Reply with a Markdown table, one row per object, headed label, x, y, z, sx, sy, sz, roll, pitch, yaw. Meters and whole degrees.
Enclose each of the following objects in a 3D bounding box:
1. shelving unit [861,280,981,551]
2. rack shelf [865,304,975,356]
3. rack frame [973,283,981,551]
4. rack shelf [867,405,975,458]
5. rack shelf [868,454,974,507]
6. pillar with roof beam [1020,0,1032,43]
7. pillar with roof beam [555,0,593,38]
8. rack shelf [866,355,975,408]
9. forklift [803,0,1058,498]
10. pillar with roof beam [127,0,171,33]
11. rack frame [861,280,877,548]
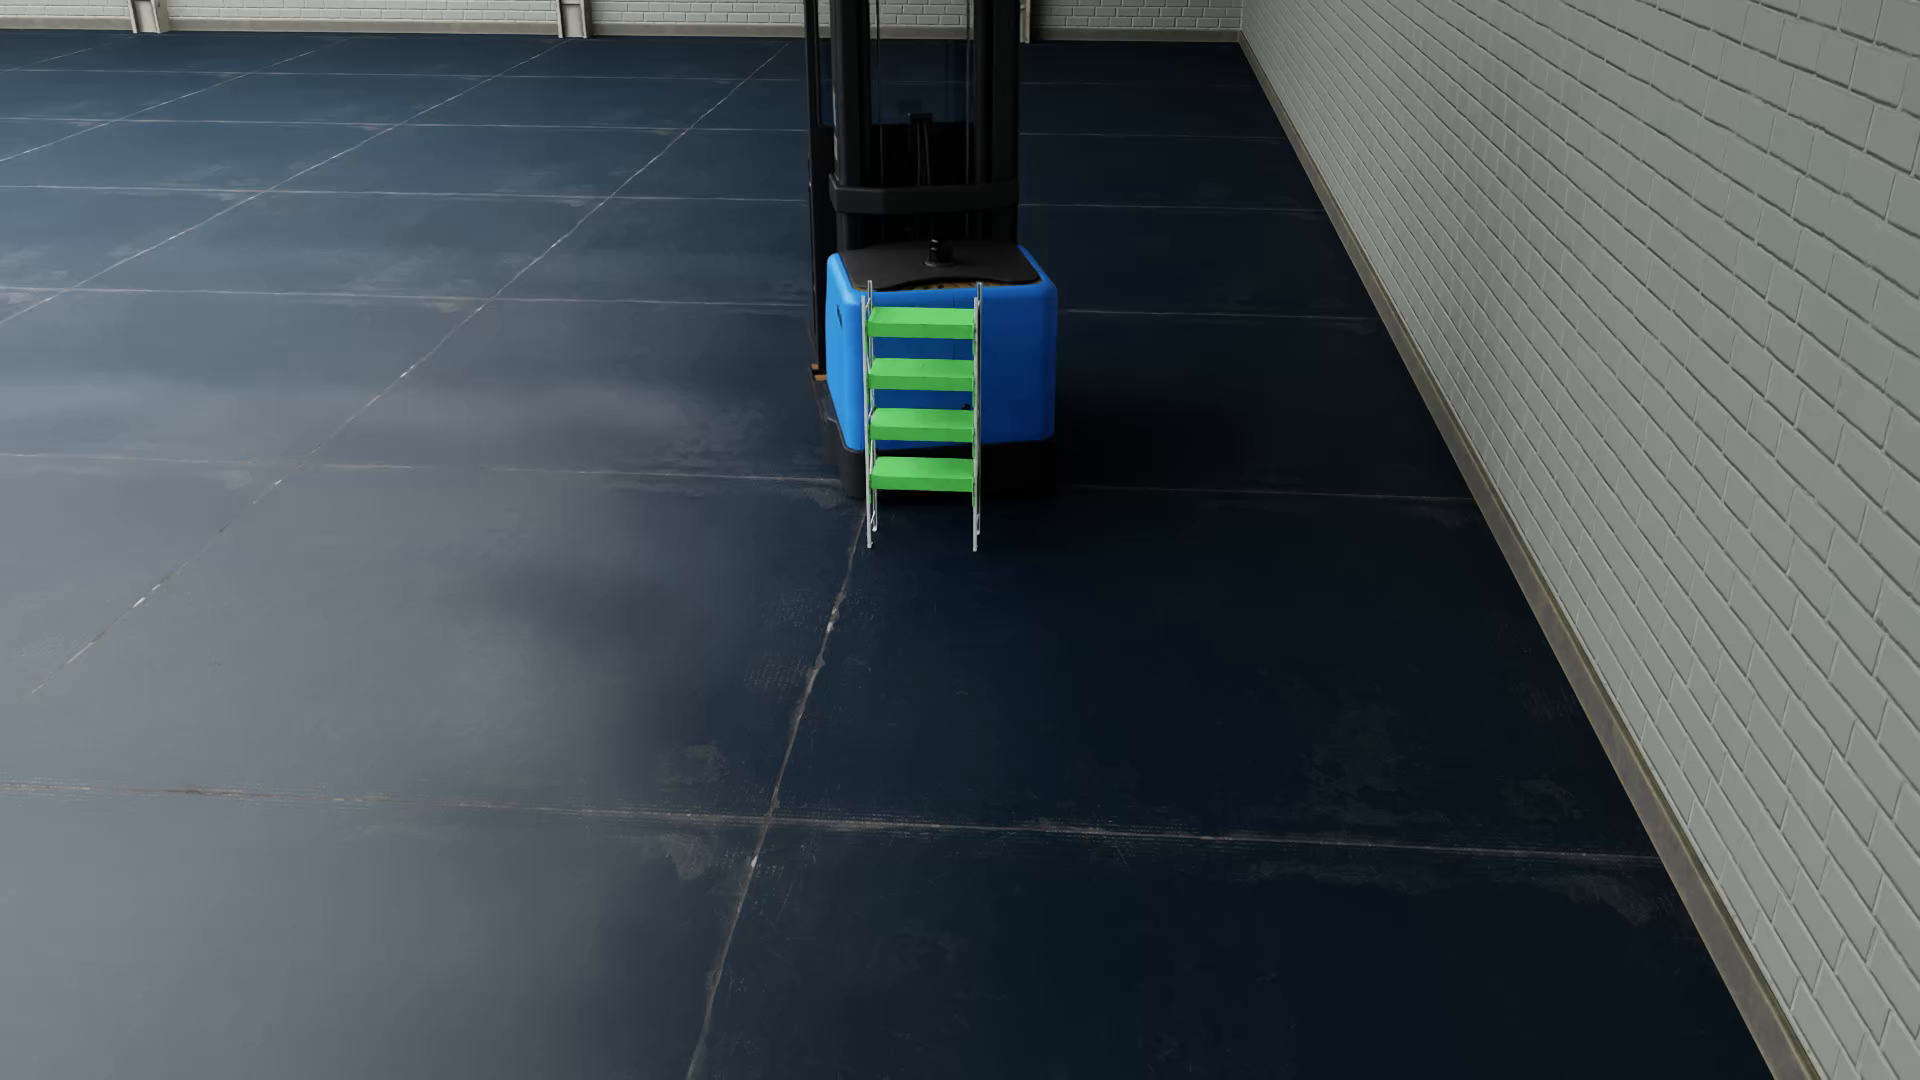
| label | x | y | z | sx | sy | sz | roll | pitch | yaw |
| --- | --- | --- | --- | --- | --- | --- | --- | --- | --- |
| shelving unit | -0.165 | -0.550 | 7.511 | 0.503 | 1.200 | 0.258 | 2 | 25 | 4 |
| rack shelf | -0.165 | -0.928 | 7.337 | 0.480 | 0.148 | 0.258 | 2 | 25 | 4 |
| rack frame | 0.078 | -0.543 | 7.494 | 0.015 | 1.200 | 0.240 | 2 | 25 | 4 |
| rack shelf | -0.165 | -0.492 | 7.537 | 0.480 | 0.148 | 0.258 | 2 | 25 | 4 |
| rack shelf | -0.165 | -0.274 | 7.638 | 0.480 | 0.148 | 0.258 | 2 | 25 | 4 |
| pillar with roof beam | 0.415 | -8.976 | 16.492 | 0.400 | 9.000 | 9.100 | 2 | 25 | 4 |
| pillar with roof beam | -5.568 | -9.168 | 16.909 | 0.400 | 9.000 | 9.100 | 2 | 25 | 4 |
| rack shelf | -0.165 | -0.710 | 7.437 | 0.480 | 0.148 | 0.258 | 2 | 25 | 4 |
| forklift | -0.281 | -2.119 | 8.850 | 1.130 | 2.935 | 3.031 | -4 | 25 | -9 |
| pillar with roof beam | -11.550 | -9.360 | 17.326 | 0.400 | 9.000 | 9.100 | 2 | 25 | 4 |
| rack frame | -0.408 | -0.558 | 7.528 | 0.015 | 1.200 | 0.240 | 2 | 25 | 4 |
